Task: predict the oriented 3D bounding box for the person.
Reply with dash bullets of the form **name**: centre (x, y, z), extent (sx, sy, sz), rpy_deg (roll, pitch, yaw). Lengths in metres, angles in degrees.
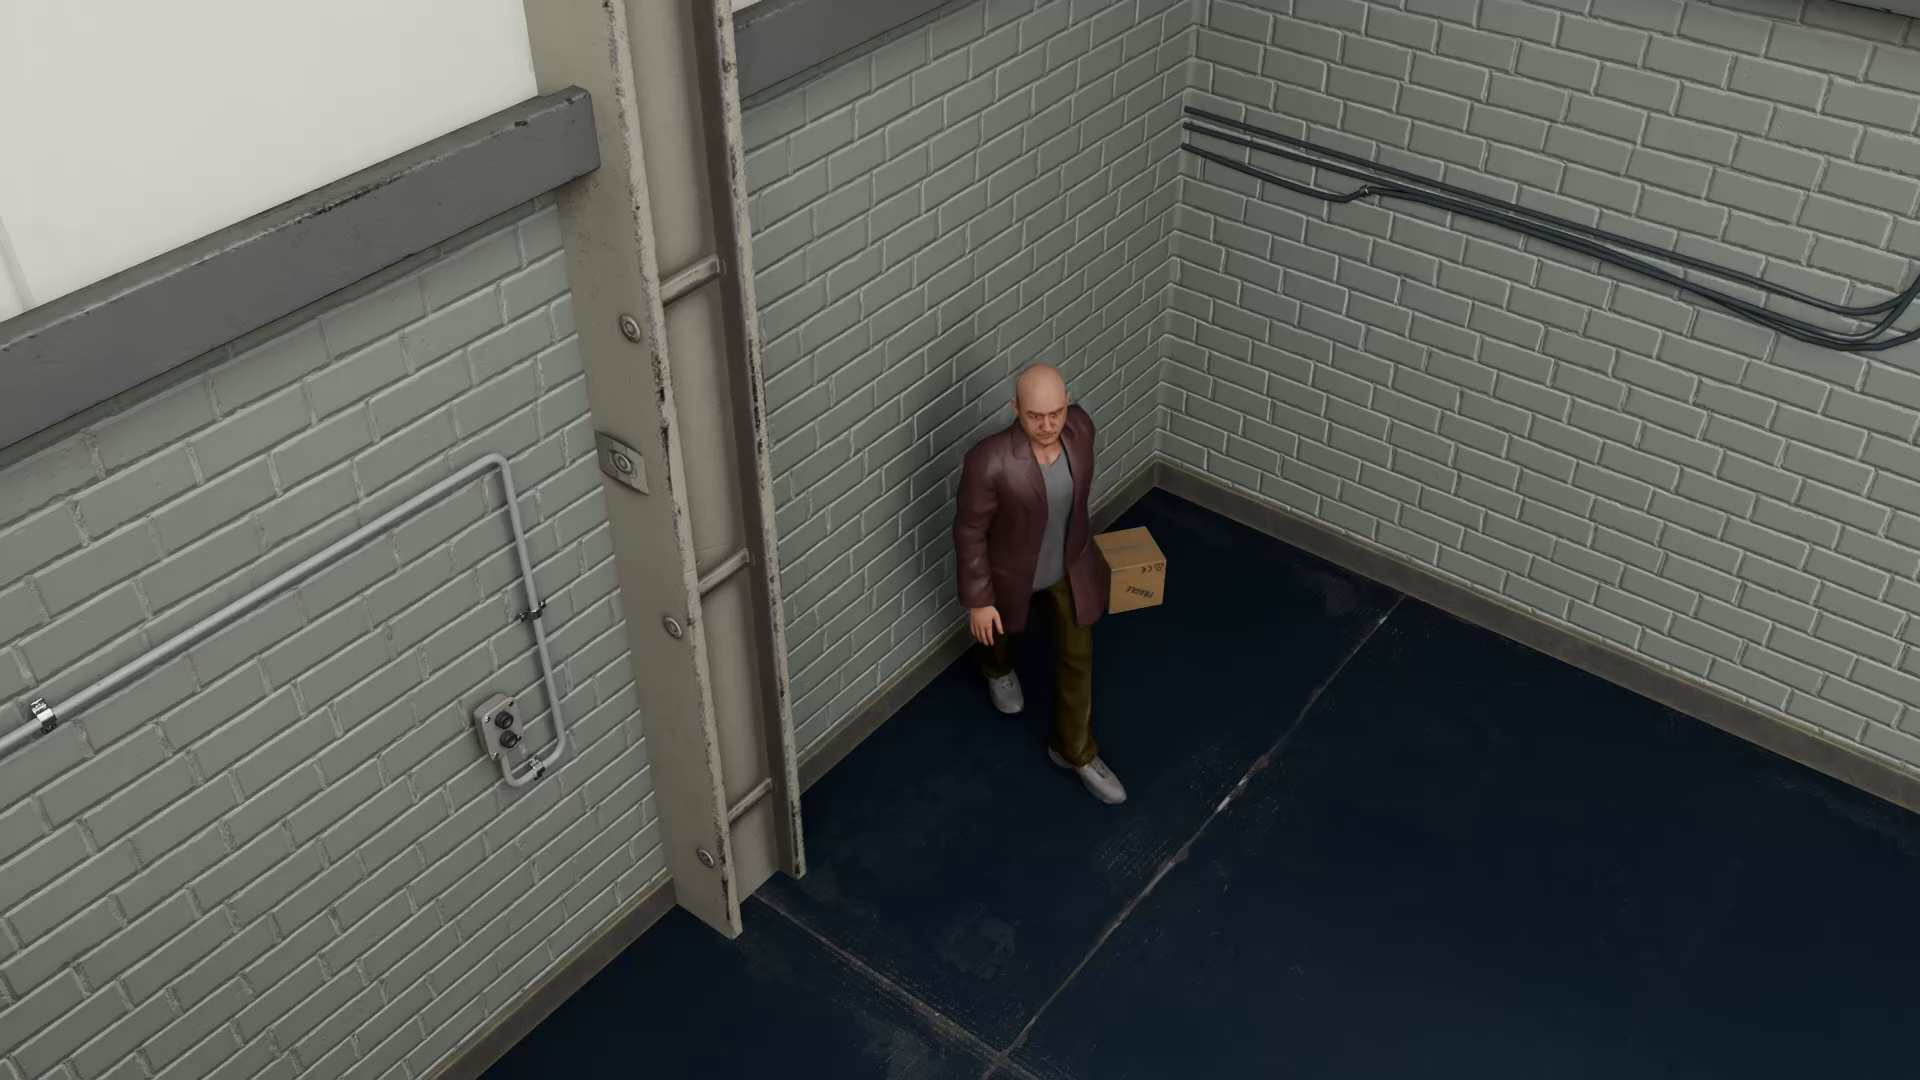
- **person**: centre (0.244, 0.098, 6.036), extent (0.617, 1.773, 0.920), rpy_deg (-13, 40, -16)
